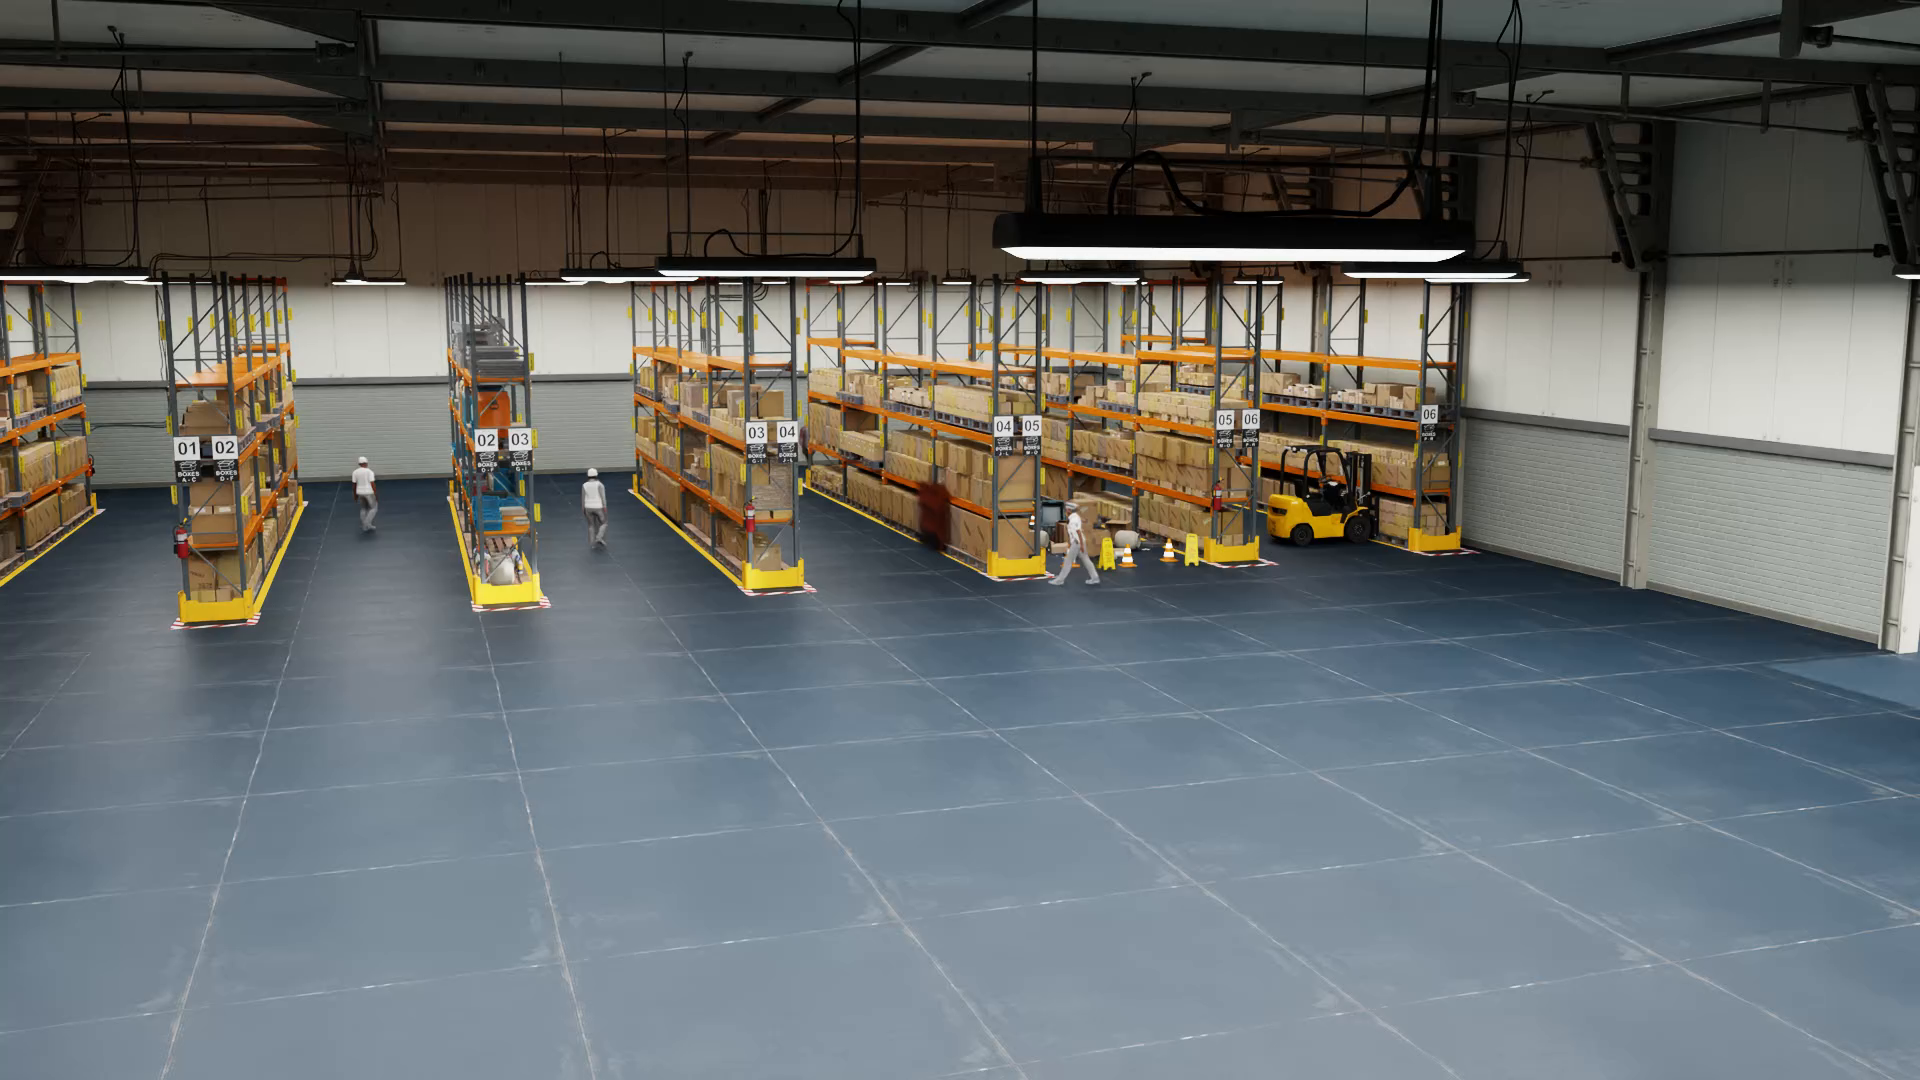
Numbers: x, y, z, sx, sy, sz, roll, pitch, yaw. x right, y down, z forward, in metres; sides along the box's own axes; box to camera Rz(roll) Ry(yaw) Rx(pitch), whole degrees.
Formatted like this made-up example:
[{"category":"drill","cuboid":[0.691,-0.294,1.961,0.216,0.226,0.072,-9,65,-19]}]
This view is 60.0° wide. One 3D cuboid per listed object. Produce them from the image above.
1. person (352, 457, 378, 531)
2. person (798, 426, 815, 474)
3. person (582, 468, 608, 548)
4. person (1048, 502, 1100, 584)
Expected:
[{"category":"person","cuboid":[-14.124,-1.089,39.472,0.603,1.768,0.509,2,9,14]},{"category":"person","cuboid":[-4.711,-2.929,51.597,0.580,1.714,1.206,2,9,13]},{"category":"person","cuboid":[-8.106,-0.697,36.836,0.566,1.774,0.479,2,9,10]},{"category":"person","cuboid":[2.220,0.059,32.212,1.003,1.592,0.520,0,9,2]}]
